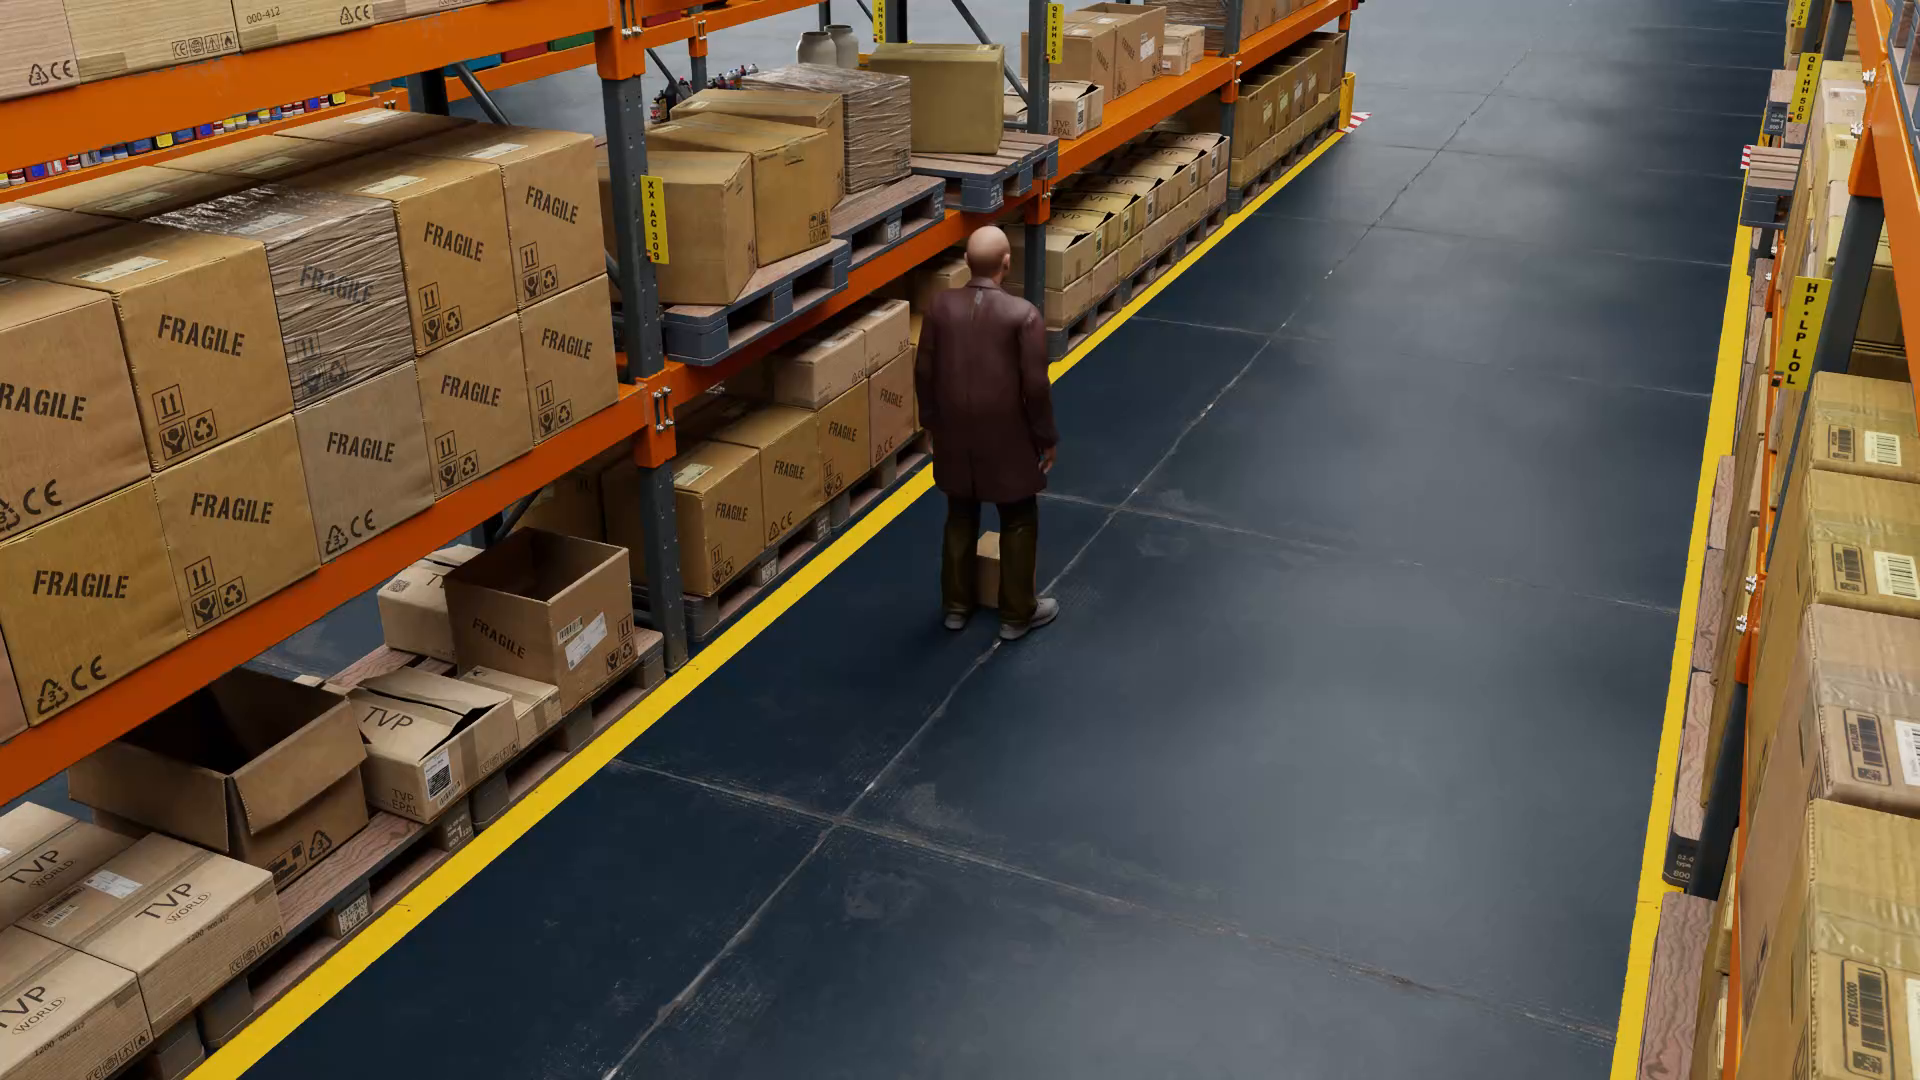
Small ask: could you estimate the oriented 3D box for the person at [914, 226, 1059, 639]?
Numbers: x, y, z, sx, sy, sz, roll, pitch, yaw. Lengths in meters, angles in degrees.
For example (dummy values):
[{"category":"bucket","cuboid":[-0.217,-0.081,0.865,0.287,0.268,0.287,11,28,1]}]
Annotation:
[{"category":"person","cuboid":[0.124,-0.444,7.049,0.633,1.773,0.418,11,28,22]}]
